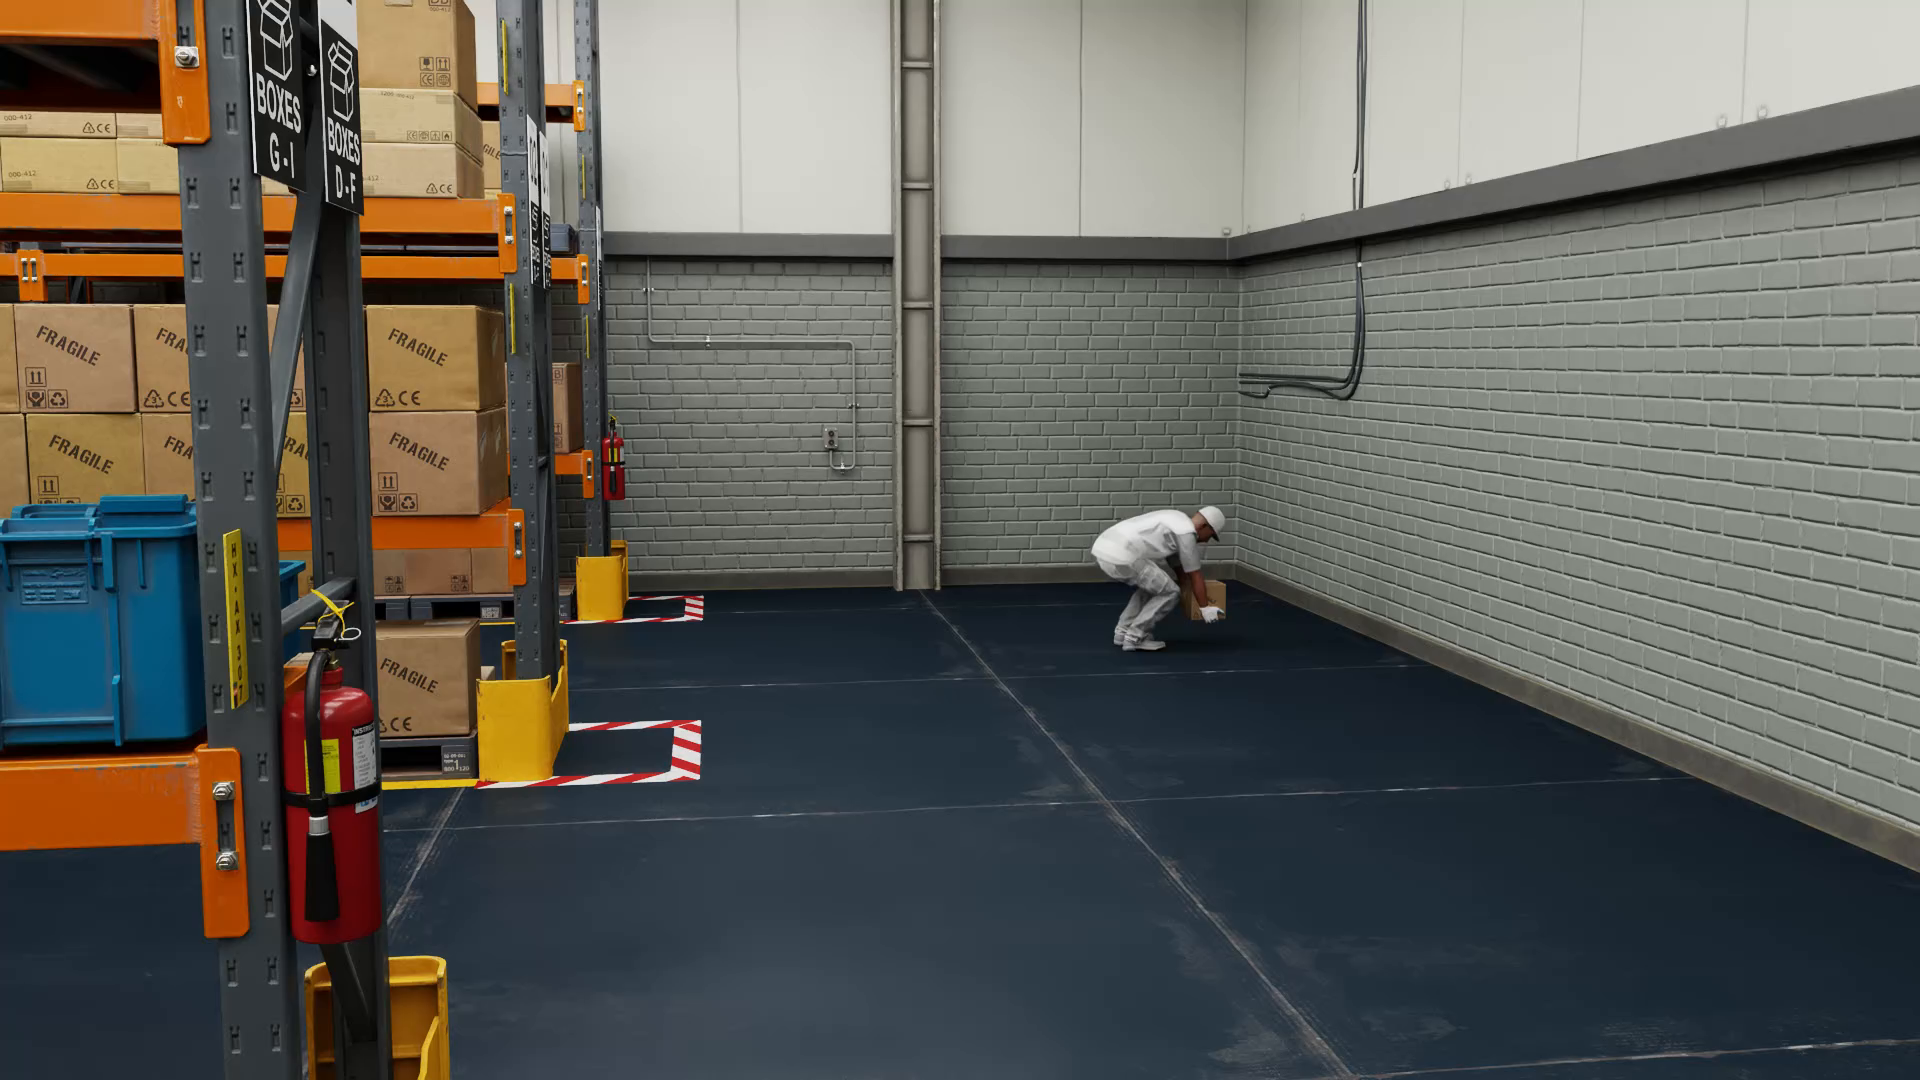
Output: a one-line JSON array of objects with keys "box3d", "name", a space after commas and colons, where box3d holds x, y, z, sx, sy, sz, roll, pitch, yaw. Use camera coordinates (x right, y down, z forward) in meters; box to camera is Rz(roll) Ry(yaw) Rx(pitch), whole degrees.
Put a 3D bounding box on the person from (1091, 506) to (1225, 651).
[{"box3d": [1.415, 0.264, 11.811, 0.965, 0.995, 0.550, -1, 7, -11], "name": "person"}]
